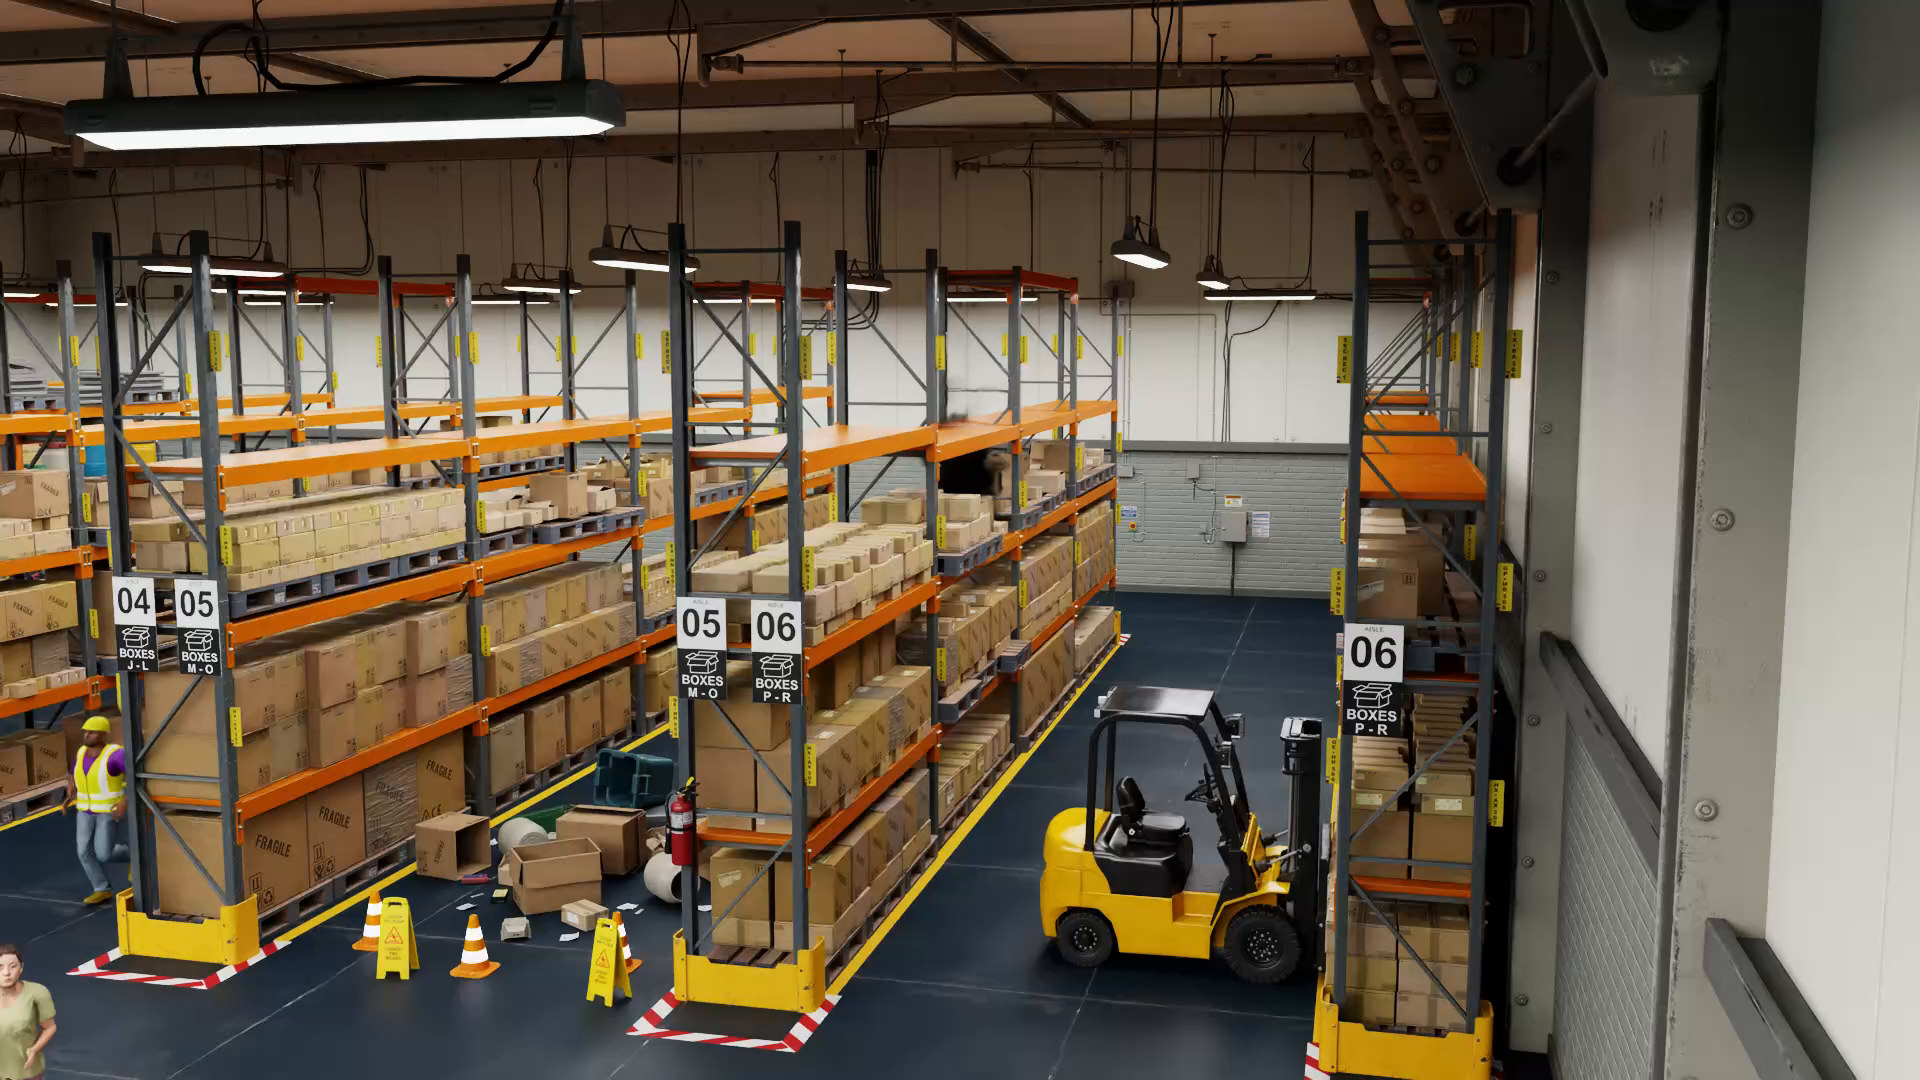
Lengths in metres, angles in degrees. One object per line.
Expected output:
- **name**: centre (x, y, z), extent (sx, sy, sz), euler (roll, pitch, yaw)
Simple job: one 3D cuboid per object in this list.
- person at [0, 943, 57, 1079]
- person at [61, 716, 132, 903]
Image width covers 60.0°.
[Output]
- **person**: centre (-5.617, 3.164, 9.843), extent (0.505, 1.611, 0.692), euler (-5, 9, -36)
- **person**: centre (-7.858, 2.455, 15.306), extent (0.749, 1.720, 0.623), euler (1, 7, 12)
